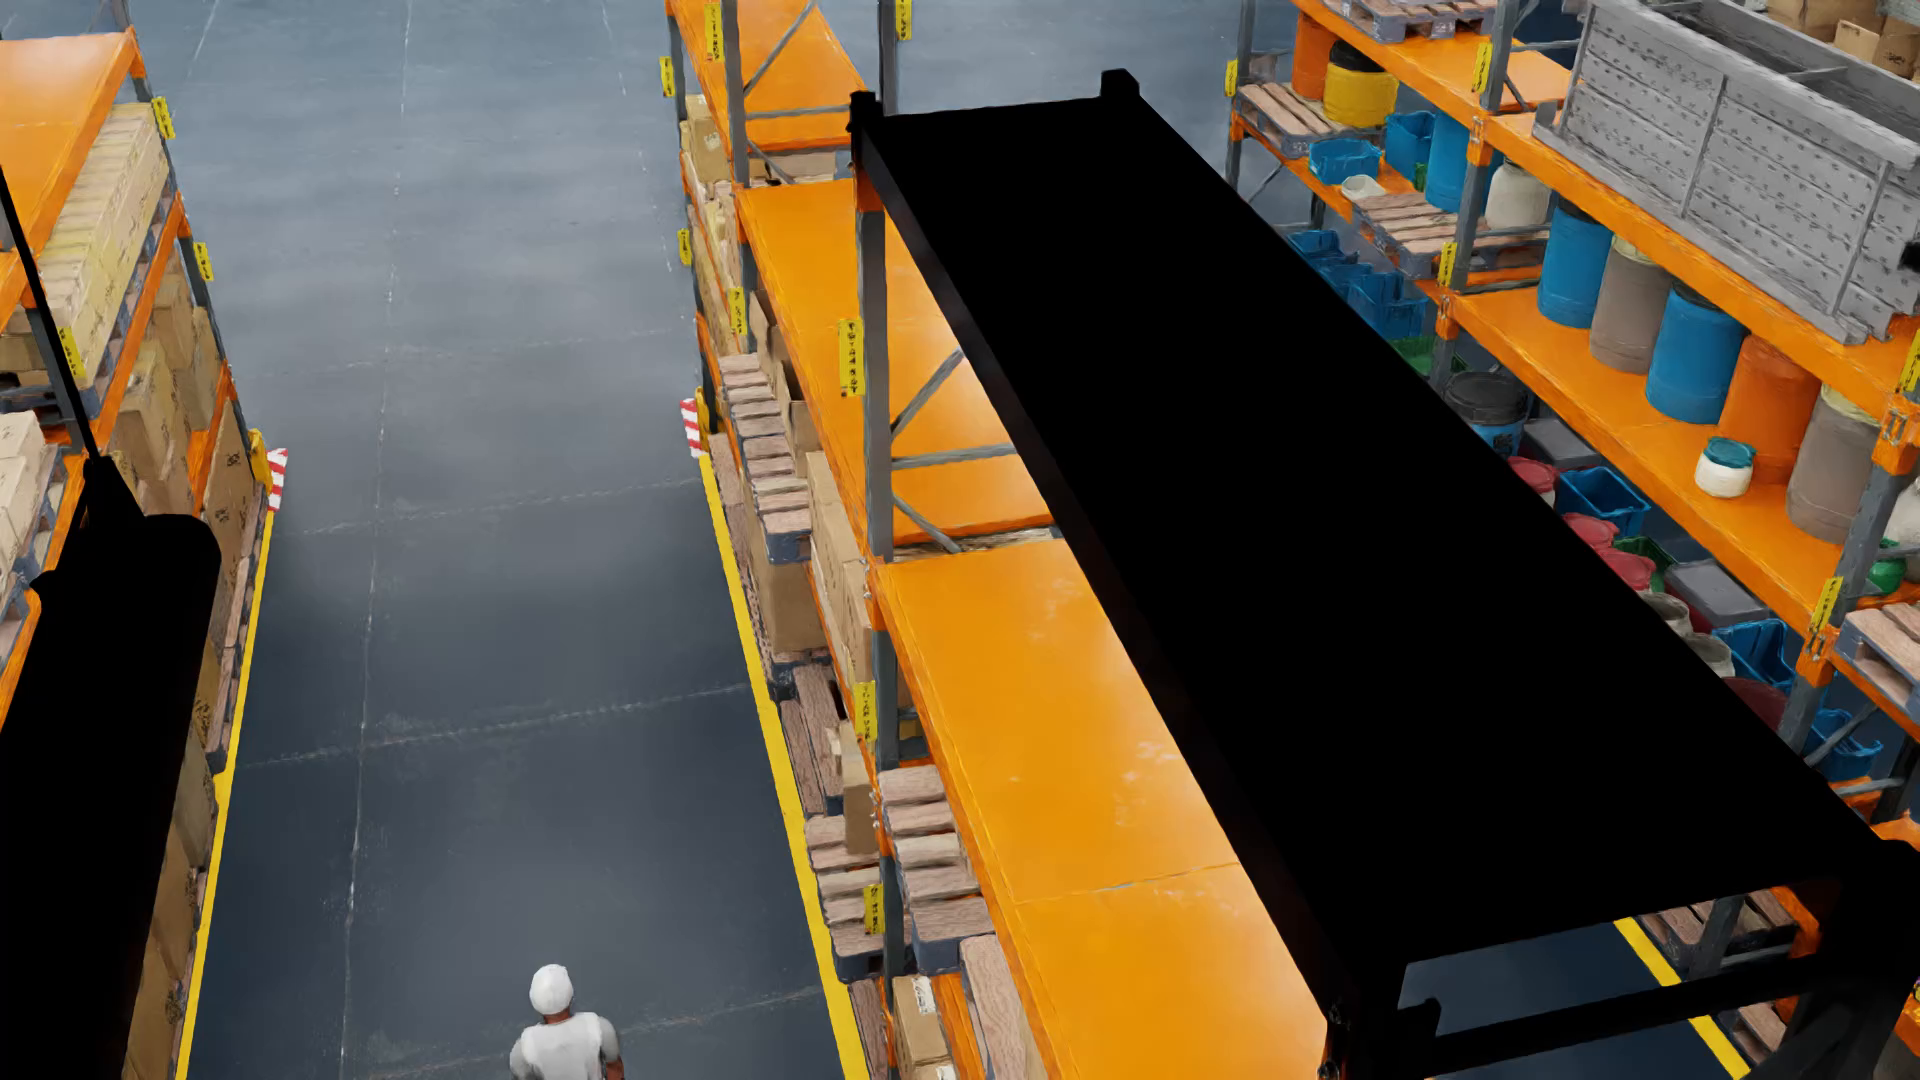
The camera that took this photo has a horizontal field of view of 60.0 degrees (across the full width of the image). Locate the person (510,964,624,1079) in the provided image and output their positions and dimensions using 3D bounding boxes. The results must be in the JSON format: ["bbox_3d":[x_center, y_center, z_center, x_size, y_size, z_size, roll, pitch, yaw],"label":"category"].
[{"bbox_3d":[-1.971,2.813,8.441,0.557,1.705,1.116,-9,36,-13],"label":"person"}]
